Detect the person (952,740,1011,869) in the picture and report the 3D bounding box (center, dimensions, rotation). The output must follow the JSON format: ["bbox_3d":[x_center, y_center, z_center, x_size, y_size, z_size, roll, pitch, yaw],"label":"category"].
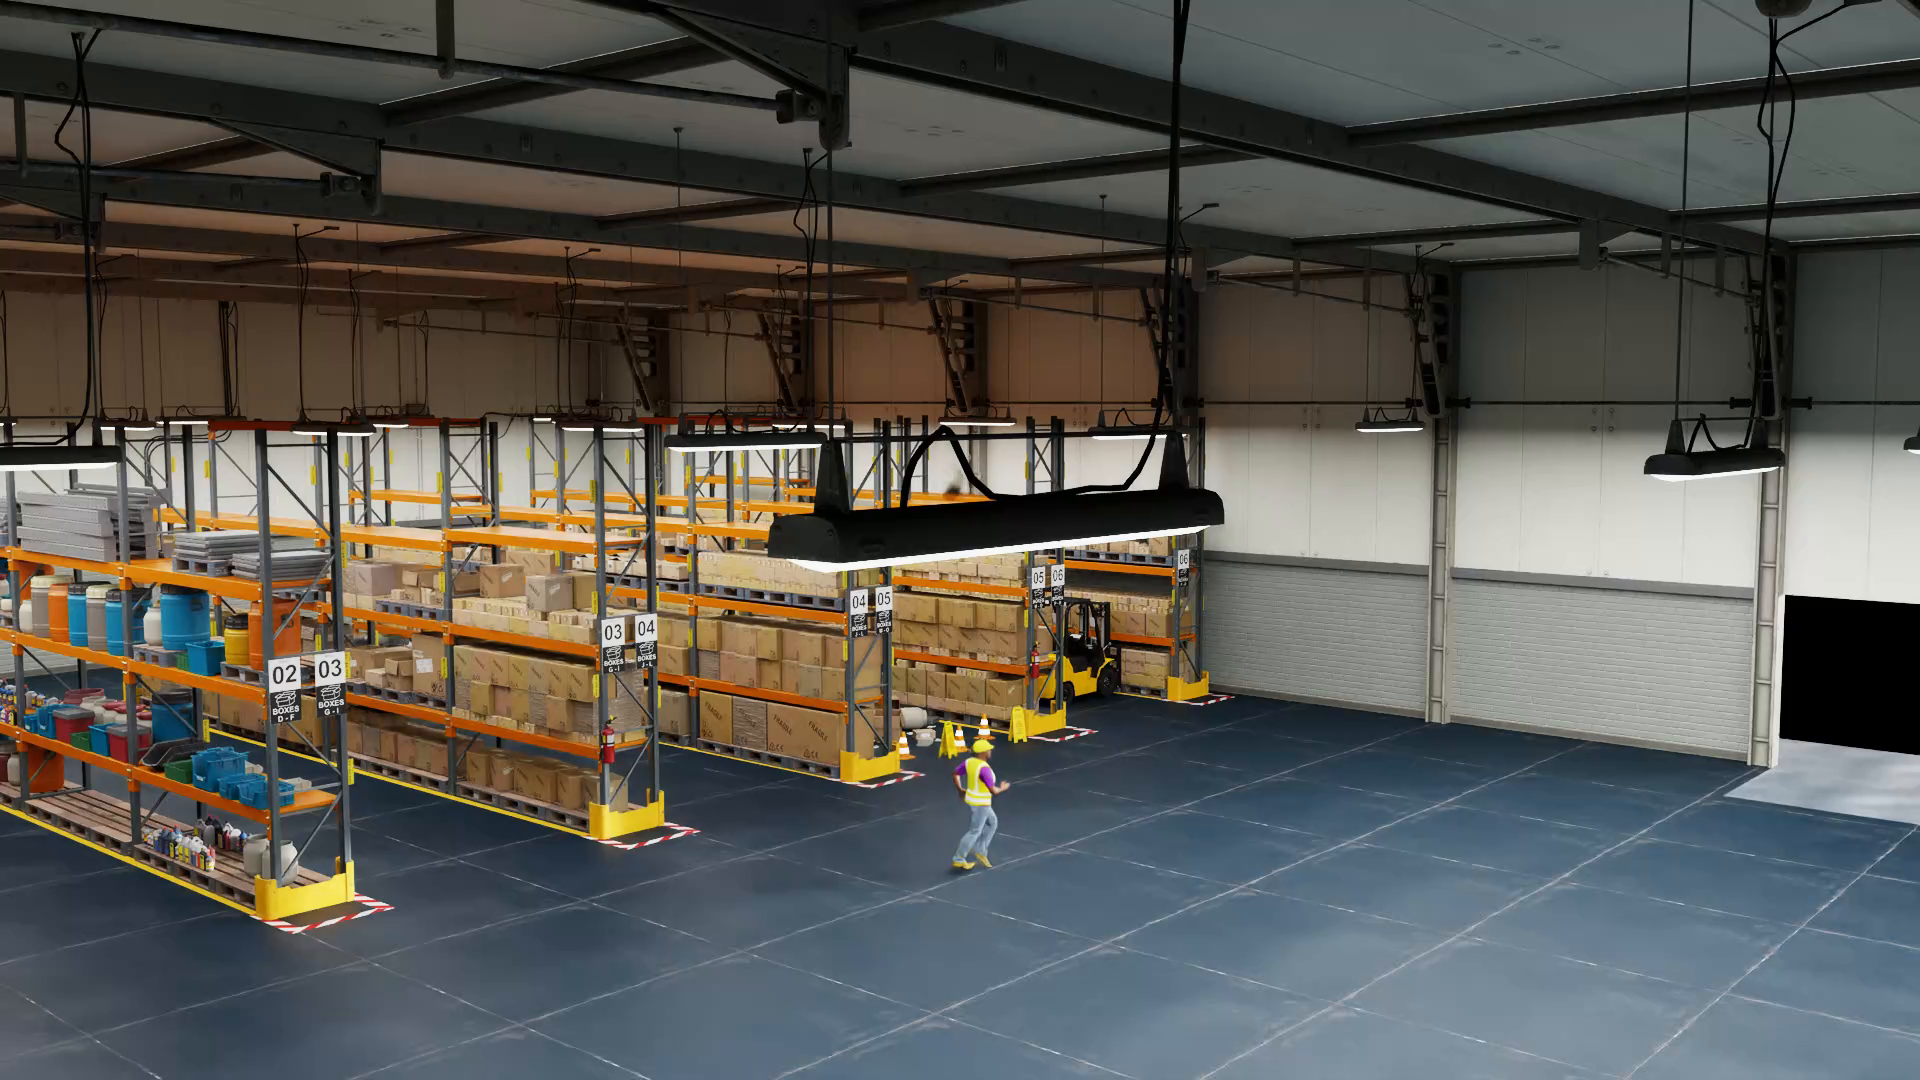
[{"bbox_3d":[0.276,3.590,22.464,0.823,1.808,0.668,-2,5,-19],"label":"person"}]

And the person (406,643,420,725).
[{"bbox_3d":[-10.482,2.824,31.887,0.625,1.719,0.699,3,6,35],"label":"person"}]

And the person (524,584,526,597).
[{"bbox_3d":[-11.334,1.911,43.428,1.103,1.617,0.761,-1,5,-11],"label":"person"}]
